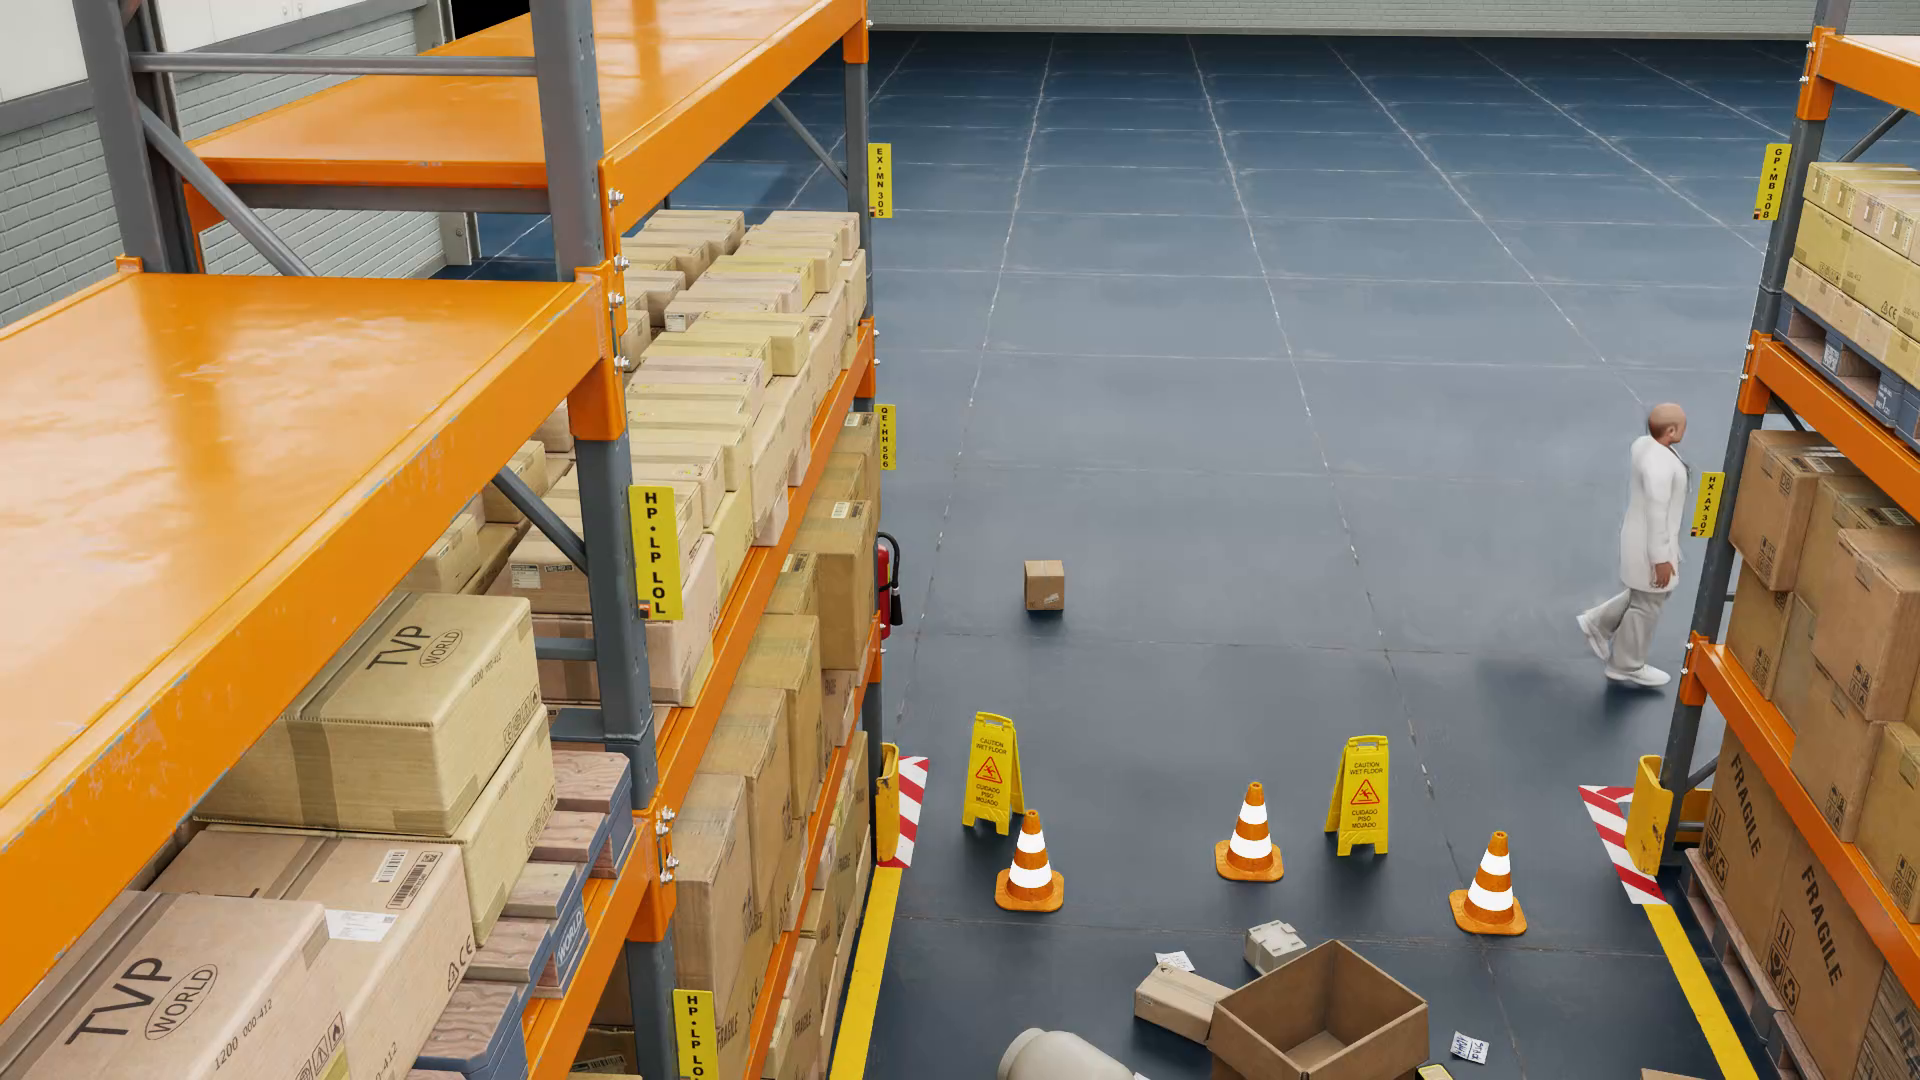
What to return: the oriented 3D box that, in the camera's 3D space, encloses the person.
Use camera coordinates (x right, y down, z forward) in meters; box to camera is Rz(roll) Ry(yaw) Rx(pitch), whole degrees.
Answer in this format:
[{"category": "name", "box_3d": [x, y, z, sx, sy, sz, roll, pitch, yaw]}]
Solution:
[{"category": "person", "box_3d": [4.078, 0.021, 9.921, 0.566, 1.770, 0.592, 5, 25, 10]}]
